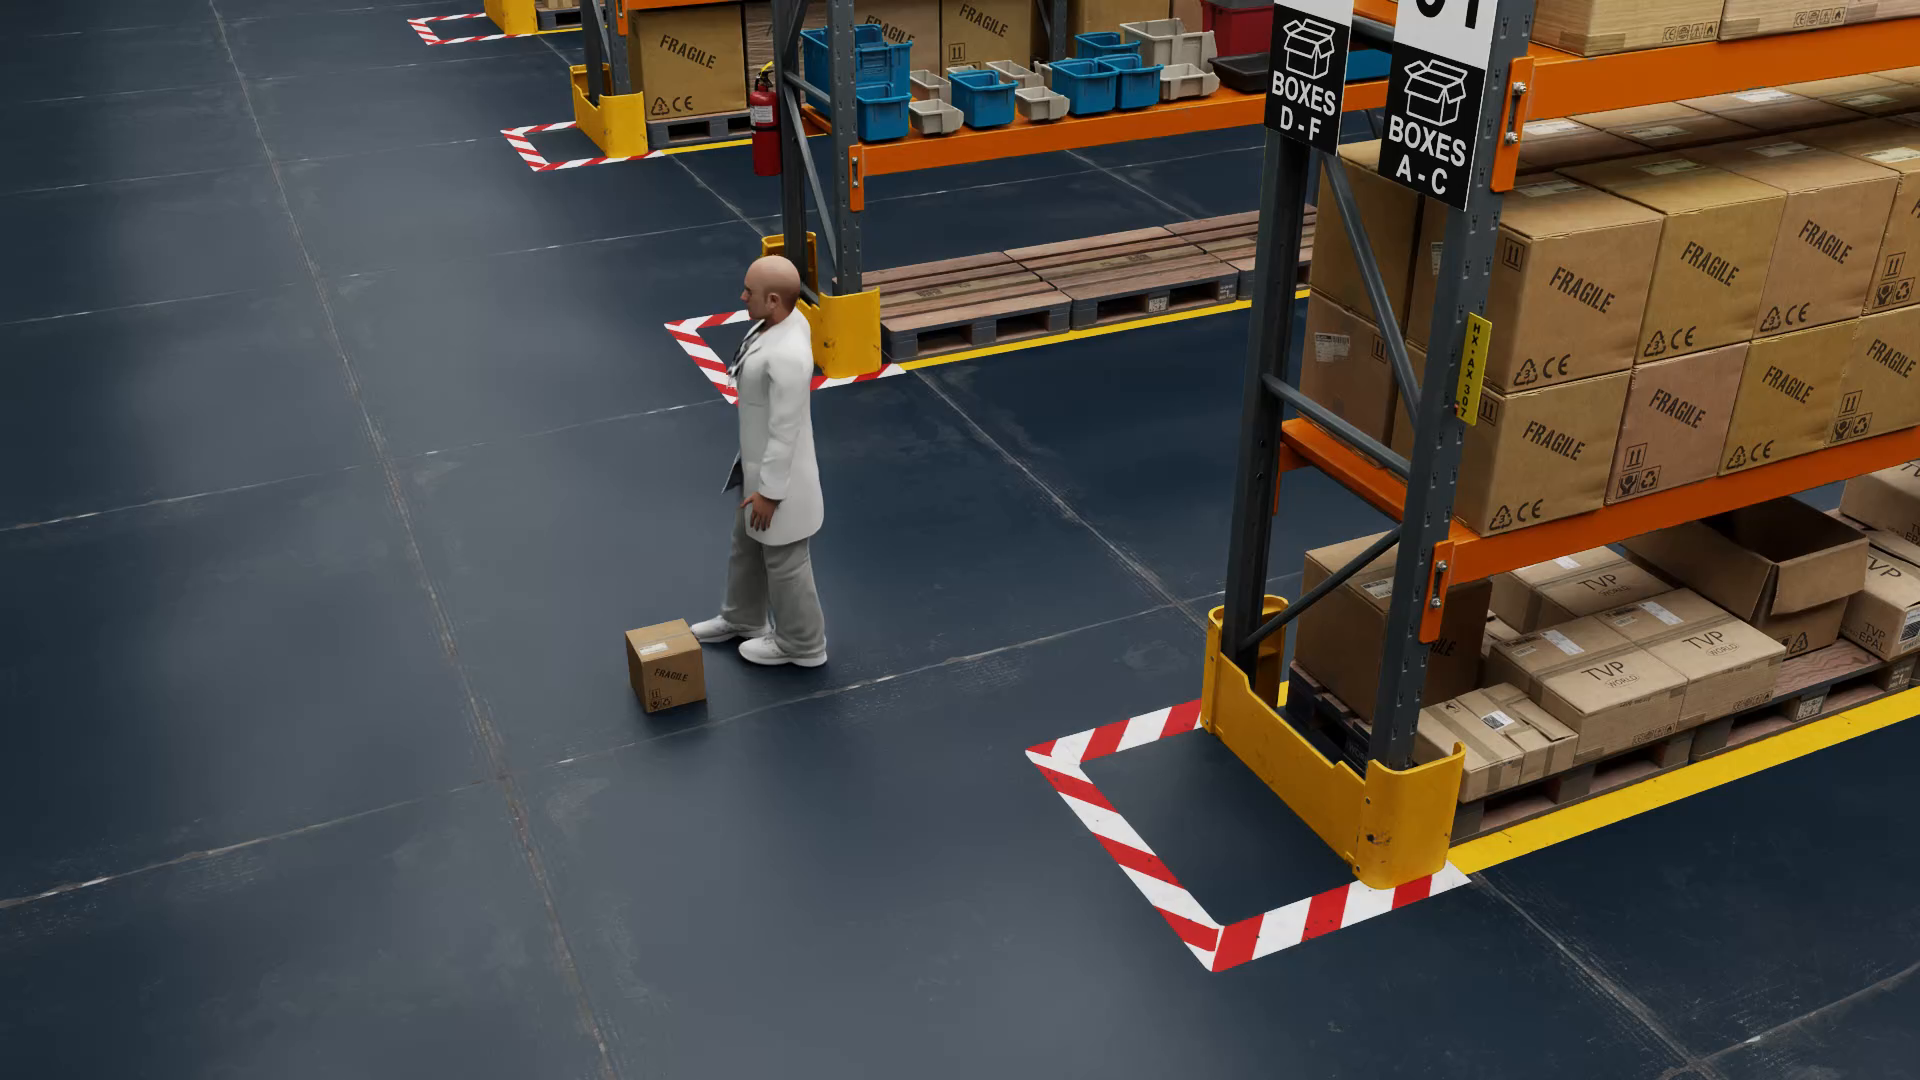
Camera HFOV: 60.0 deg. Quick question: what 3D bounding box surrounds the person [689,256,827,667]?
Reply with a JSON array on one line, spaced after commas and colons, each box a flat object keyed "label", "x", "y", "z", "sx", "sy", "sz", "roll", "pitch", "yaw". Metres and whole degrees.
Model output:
[{"label": "person", "x": -0.855, "y": -0.271, "z": 6.618, "sx": 0.604, "sy": 1.785, "sz": 0.593, "roll": -4, "pitch": 29, "yaw": -8}]
